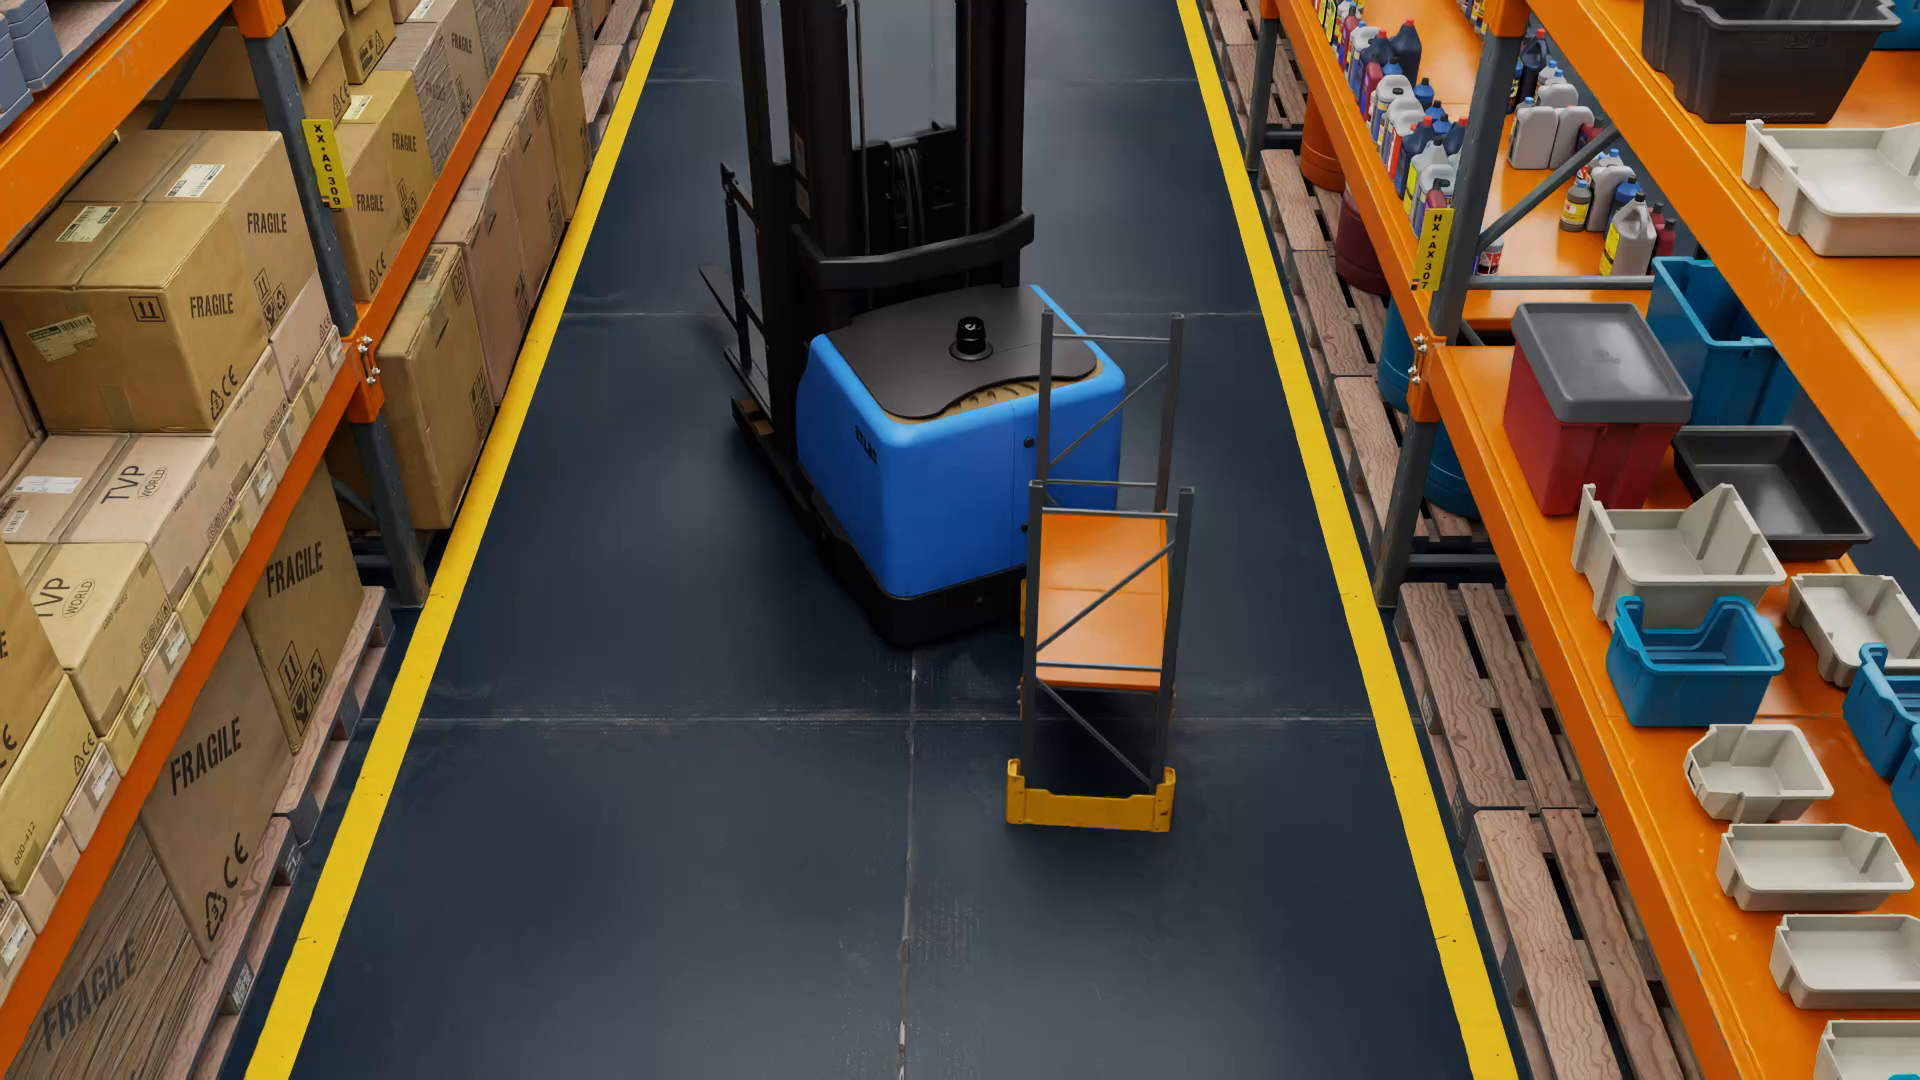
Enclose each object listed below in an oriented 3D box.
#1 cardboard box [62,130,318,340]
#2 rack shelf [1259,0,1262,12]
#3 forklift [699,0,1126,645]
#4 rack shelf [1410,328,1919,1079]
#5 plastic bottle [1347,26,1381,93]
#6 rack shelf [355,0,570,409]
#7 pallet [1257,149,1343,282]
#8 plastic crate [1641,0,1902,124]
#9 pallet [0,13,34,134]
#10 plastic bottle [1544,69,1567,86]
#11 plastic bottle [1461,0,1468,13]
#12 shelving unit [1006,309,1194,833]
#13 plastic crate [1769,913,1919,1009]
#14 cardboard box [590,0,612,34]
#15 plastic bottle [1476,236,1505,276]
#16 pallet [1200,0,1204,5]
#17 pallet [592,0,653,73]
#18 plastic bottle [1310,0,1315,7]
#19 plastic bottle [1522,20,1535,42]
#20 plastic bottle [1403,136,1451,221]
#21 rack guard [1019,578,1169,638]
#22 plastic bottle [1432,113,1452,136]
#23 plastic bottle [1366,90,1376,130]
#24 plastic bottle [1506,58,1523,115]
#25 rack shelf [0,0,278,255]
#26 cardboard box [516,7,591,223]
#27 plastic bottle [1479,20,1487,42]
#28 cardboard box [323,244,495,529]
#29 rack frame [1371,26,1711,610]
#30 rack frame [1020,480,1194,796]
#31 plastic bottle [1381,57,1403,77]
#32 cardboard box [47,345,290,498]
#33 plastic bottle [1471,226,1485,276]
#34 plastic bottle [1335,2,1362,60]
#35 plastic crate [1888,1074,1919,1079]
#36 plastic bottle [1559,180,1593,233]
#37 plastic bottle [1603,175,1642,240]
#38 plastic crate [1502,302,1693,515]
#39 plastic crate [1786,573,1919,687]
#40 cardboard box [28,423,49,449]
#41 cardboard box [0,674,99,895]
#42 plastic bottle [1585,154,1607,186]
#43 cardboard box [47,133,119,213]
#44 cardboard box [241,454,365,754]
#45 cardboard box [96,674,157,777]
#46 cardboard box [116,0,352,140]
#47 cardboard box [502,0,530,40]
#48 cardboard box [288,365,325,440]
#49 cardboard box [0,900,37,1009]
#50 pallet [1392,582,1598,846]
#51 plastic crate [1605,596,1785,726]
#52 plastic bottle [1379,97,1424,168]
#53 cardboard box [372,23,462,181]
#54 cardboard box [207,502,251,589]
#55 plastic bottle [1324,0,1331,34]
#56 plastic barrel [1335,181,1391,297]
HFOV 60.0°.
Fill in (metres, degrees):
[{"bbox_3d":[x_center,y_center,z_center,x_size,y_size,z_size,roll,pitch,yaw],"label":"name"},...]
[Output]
[{"bbox_3d":[-2.456,-0.981,5.358,0.500,0.500,0.500,1,39,1],"label":"cardboard box"},{"bbox_3d":[2.222,-4.393,10.908,1.077,0.370,4.000,0,39,0],"label":"rack shelf"},{"bbox_3d":[-0.425,-1.644,6.958,1.130,2.935,3.031,-16,41,-19],"label":"forklift"},{"bbox_3d":[2.231,0.610,4.666,1.077,0.370,4.000,0,39,0],"label":"rack shelf"},{"bbox_3d":[1.903,-2.237,7.741,0.152,0.276,0.135,0,39,0],"label":"plastic bottle"},{"bbox_3d":[-2.726,-1.888,7.783,1.077,0.370,4.000,0,39,0],"label":"rack shelf"},{"bbox_3d":[2.267,-1.842,9.380,1.003,0.211,1.213,0,39,0],"label":"pallet"},{"bbox_3d":[1.956,-1.264,4.135,0.497,0.269,0.590,0,39,0],"label":"plastic crate"},{"bbox_3d":[-2.735,-0.781,3.499,1.003,0.211,1.213,0,39,0],"label":"pallet"},{"bbox_3d":[2.635,-1.958,7.397,0.097,0.271,0.097,0,39,0],"label":"plastic bottle"},{"bbox_3d":[2.634,-2.815,8.524,0.097,0.201,0.097,0,39,0],"label":"plastic bottle"},{"bbox_3d":[0.499,0.112,5.911,0.587,1.500,1.083,3,39,3],"label":"shelving unit"},{"bbox_3d":[2.066,0.968,3.806,0.396,0.136,0.243,0,39,0],"label":"plastic crate"},{"bbox_3d":[-2.770,-3.736,11.160,0.700,0.500,0.500,3,39,4],"label":"cardboard box"},{"bbox_3d":[2.030,-1.102,6.385,0.097,0.201,0.097,0,39,0],"label":"plastic bottle"},{"bbox_3d":[2.260,-4.345,12.503,1.003,0.211,1.213,0,39,0],"label":"pallet"},{"bbox_3d":[-2.726,-3.581,11.550,1.003,0.211,1.213,0,39,0],"label":"pallet"},{"bbox_3d":[1.856,-2.901,8.565,0.061,0.283,0.133,0,39,0],"label":"plastic bottle"},{"bbox_3d":[2.611,-2.337,7.807,0.144,0.351,0.185,0,39,0],"label":"plastic bottle"},{"bbox_3d":[1.901,-1.477,6.734,0.144,0.351,0.185,0,39,0],"label":"plastic bottle"},{"bbox_3d":[0.536,0.289,6.689,0.587,0.250,0.087,3,39,3],"label":"rack guard"},{"bbox_3d":[2.029,-1.673,7.042,0.097,0.271,0.097,0,39,0],"label":"plastic bottle"},{"bbox_3d":[1.876,-1.936,7.426,0.097,0.201,0.097,0,39,0],"label":"plastic bottle"},{"bbox_3d":[2.491,-2.079,7.549,0.097,0.271,0.097,0,39,0],"label":"plastic bottle"},{"bbox_3d":[-2.722,-0.557,3.723,1.077,0.370,4.000,0,39,0],"label":"rack shelf"},{"bbox_3d":[-2.748,-2.323,9.113,1.225,0.875,0.875,-2,39,-2],"label":"cardboard box"},{"bbox_3d":[2.634,-2.572,8.220,0.097,0.201,0.097,0,39,0],"label":"plastic bottle"},{"bbox_3d":[-2.745,-0.653,7.029,1.225,0.875,0.875,0,39,0],"label":"cardboard box"},{"bbox_3d":[2.229,-0.922,6.001,1.000,3.000,0.127,0,39,0],"label":"rack frame"},{"bbox_3d":[0.461,0.423,5.523,0.500,1.500,0.032,3,39,3],"label":"rack frame"},{"bbox_3d":[1.937,-2.047,7.508,0.097,0.271,0.097,0,39,0],"label":"plastic bottle"},{"bbox_3d":[-2.458,-0.376,5.203,0.500,0.250,0.500,1,39,1],"label":"cardboard box"},{"bbox_3d":[1.905,-1.119,6.347,0.152,0.276,0.135,0,39,0],"label":"plastic bottle"},{"bbox_3d":[1.876,-2.452,8.013,0.097,0.271,0.097,0,39,0],"label":"plastic bottle"},{"bbox_3d":[2.047,1.333,3.111,0.616,0.435,0.499,0,39,0],"label":"plastic crate"},{"bbox_3d":[2.484,-1.351,6.696,0.097,0.201,0.097,0,39,0],"label":"plastic bottle"},{"bbox_3d":[2.637,-1.317,6.598,0.097,0.271,0.097,0,39,0],"label":"plastic bottle"},{"bbox_3d":[1.979,-0.411,5.266,0.402,0.464,0.583,0,39,0],"label":"plastic crate"},{"bbox_3d":[2.532,0.247,4.707,0.293,0.136,0.466,0,39,0],"label":"plastic crate"},{"bbox_3d":[-2.990,-0.371,5.196,0.500,0.250,0.500,0,39,0],"label":"cardboard box"},{"bbox_3d":[-2.454,0.586,4.002,0.500,0.250,0.500,-1,39,-2],"label":"cardboard box"},{"bbox_3d":[2.636,-1.496,6.877,0.097,0.201,0.097,0,39,0],"label":"plastic bottle"},{"bbox_3d":[-2.979,-0.969,5.342,0.500,0.500,0.500,0,39,0],"label":"cardboard box"},{"bbox_3d":[-2.803,0.160,6.015,0.875,0.875,0.875,0,39,0],"label":"cardboard box"},{"bbox_3d":[-2.393,0.497,4.432,0.380,0.149,0.250,-1,39,-1],"label":"cardboard box"},{"bbox_3d":[-2.733,-1.748,6.150,0.797,0.503,0.637,-1,39,-1],"label":"cardboard box"},{"bbox_3d":[-2.485,-2.838,8.313,0.500,0.500,0.500,0,39,0],"label":"cardboard box"},{"bbox_3d":[-2.395,-0.468,5.637,0.380,0.149,0.250,1,39,1],"label":"cardboard box"},{"bbox_3d":[-2.393,0.975,3.835,0.380,0.149,0.250,-1,39,-1],"label":"cardboard box"},{"bbox_3d":[2.269,0.626,6.300,1.003,0.211,1.213,0,39,0],"label":"pallet"},{"bbox_3d":[1.975,0.338,4.516,0.416,0.233,0.300,0,39,0],"label":"plastic crate"},{"bbox_3d":[1.904,-1.747,7.131,0.152,0.276,0.135,0,39,0],"label":"plastic bottle"},{"bbox_3d":[-2.476,-1.872,7.108,0.500,0.500,0.500,-1,39,-1],"label":"cardboard box"},{"bbox_3d":[-2.394,0.014,5.035,0.380,0.149,0.250,1,39,1],"label":"cardboard box"},{"bbox_3d":[1.875,-2.629,8.291,0.097,0.201,0.097,0,39,0],"label":"plastic bottle"},{"bbox_3d":[2.243,-1.634,8.483,0.600,0.588,0.708,0,39,0],"label":"plastic barrel"}]
